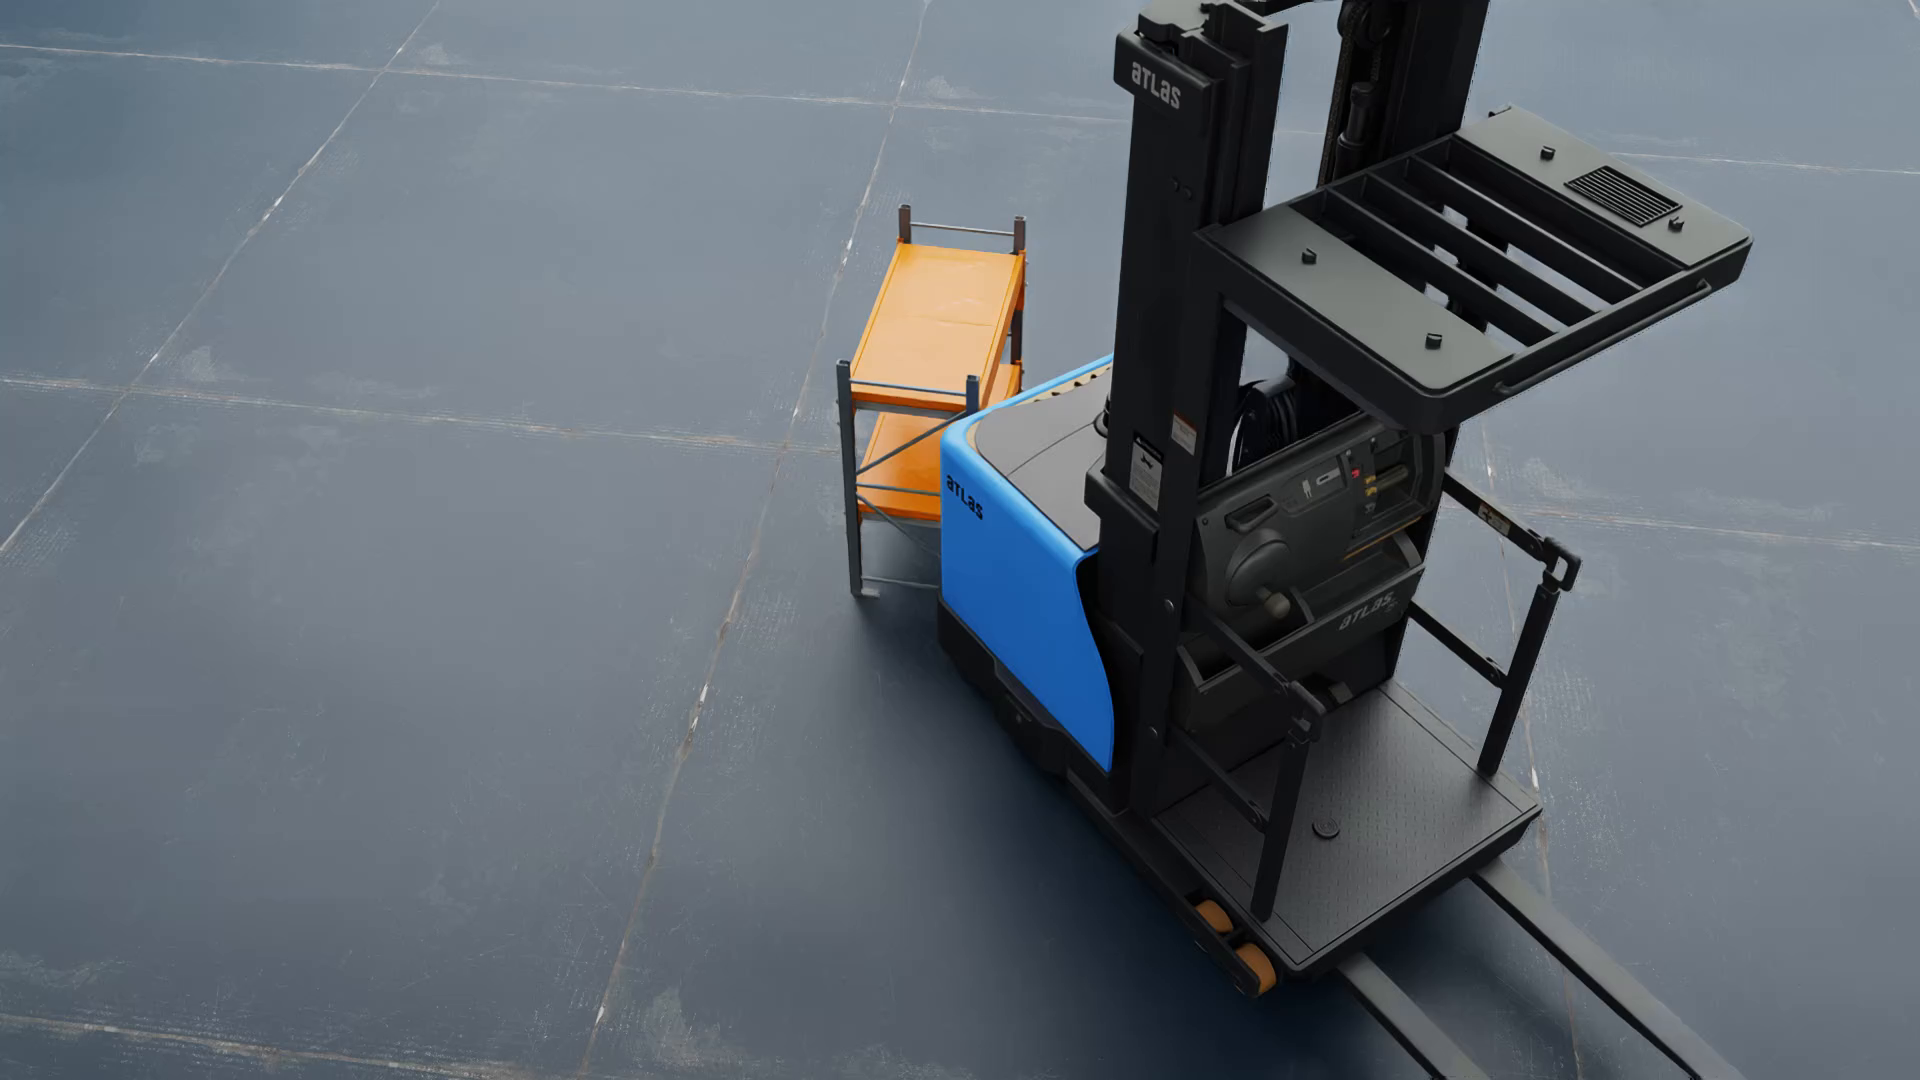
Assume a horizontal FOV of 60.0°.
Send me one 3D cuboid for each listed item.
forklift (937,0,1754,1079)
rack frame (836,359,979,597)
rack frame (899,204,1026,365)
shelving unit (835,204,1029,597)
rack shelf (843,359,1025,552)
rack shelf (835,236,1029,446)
[{"bbox_3d":[1.164,-0.012,4.631,1.130,2.935,3.031,-25,49,-24],"label":"forklift"},{"bbox_3d":[-0.181,-0.178,6.120,0.500,1.125,0.032,7,44,8],"label":"rack frame"},{"bbox_3d":[0.009,-0.865,6.846,0.500,1.125,0.032,7,44,8],"label":"rack frame"},{"bbox_3d":[-0.086,-0.522,6.483,0.538,1.125,1.048,7,44,8],"label":"shelving unit"},{"bbox_3d":[-0.086,-0.344,6.651,0.538,0.278,1.000,7,44,8],"label":"rack shelf"},{"bbox_3d":[-0.086,-0.734,6.282,0.538,0.278,1.000,7,44,8],"label":"rack shelf"}]
